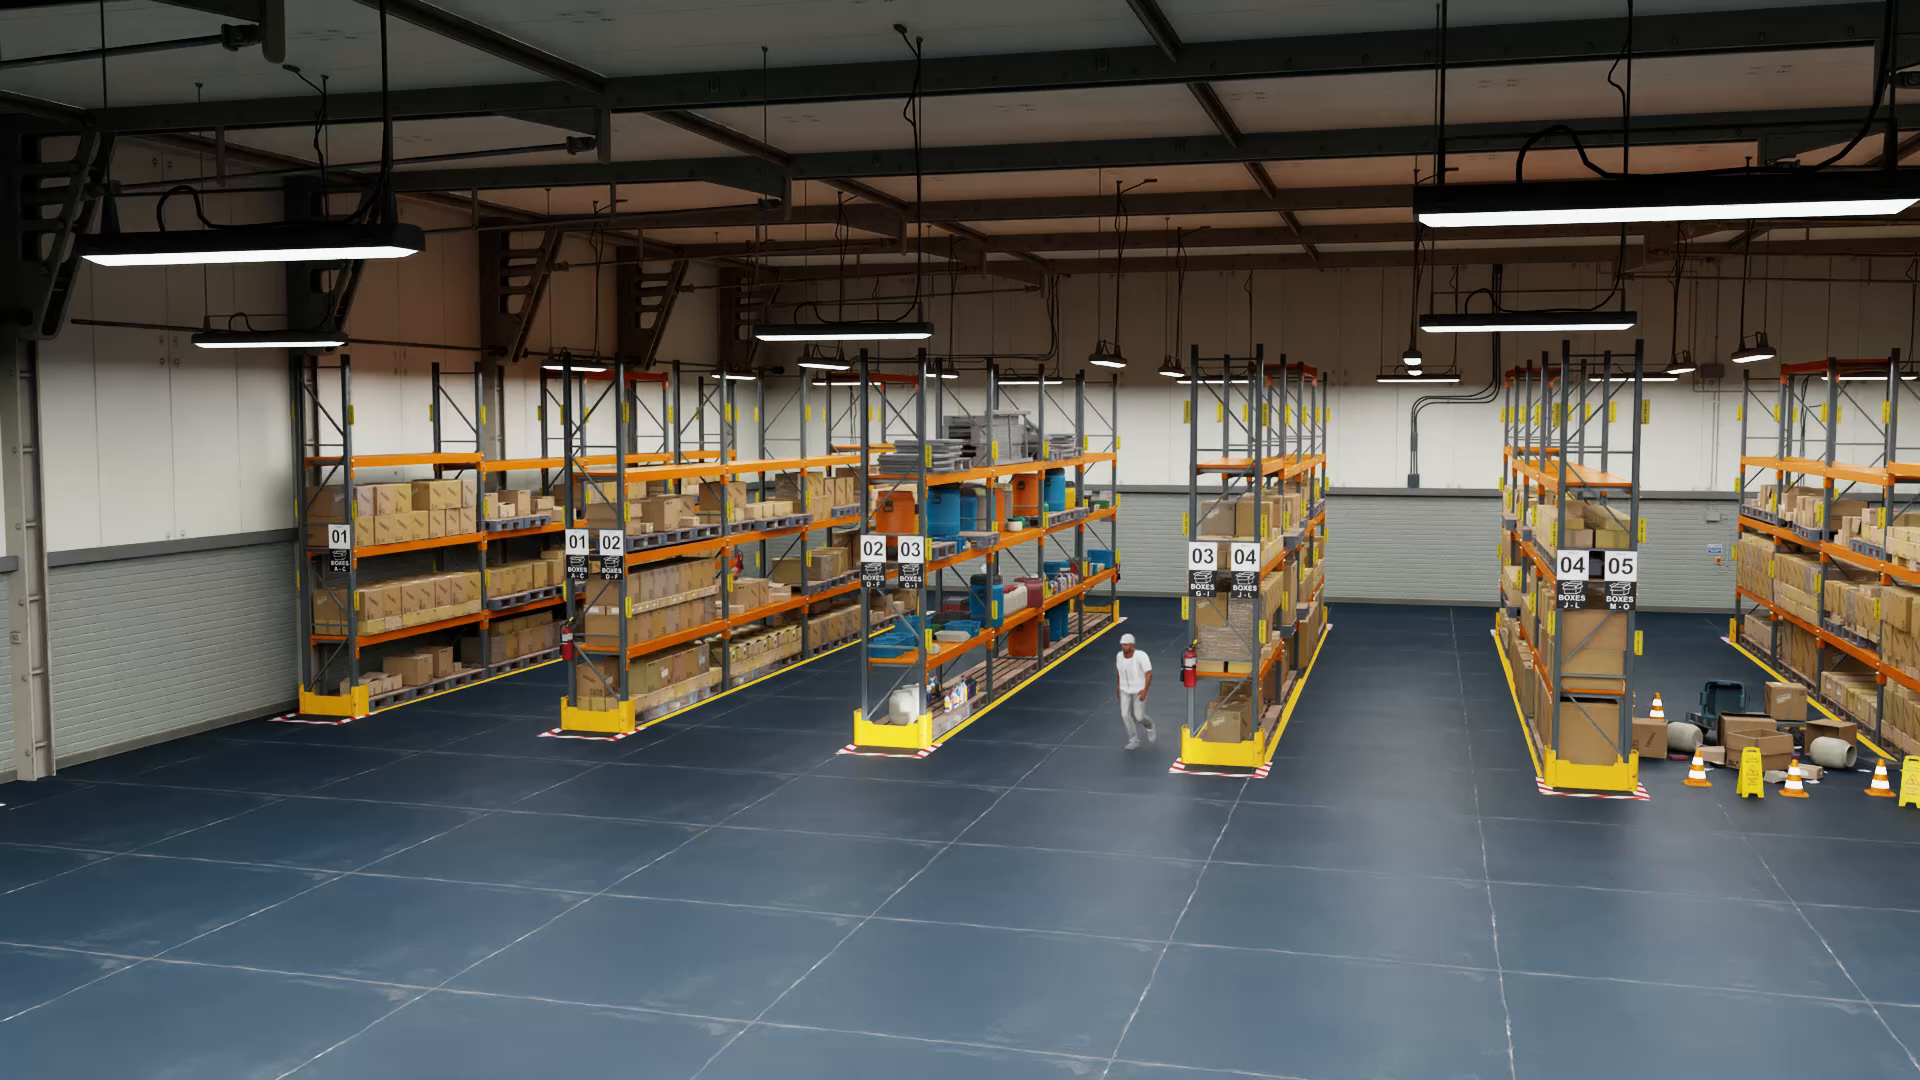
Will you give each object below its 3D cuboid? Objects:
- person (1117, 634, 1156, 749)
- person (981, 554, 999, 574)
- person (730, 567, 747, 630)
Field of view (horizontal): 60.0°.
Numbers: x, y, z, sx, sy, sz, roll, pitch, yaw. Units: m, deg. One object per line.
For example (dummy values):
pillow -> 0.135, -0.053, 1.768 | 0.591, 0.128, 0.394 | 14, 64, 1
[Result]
person -> 2.656, 2.259, 25.097 | 0.632, 1.732, 0.719 | 3, 5, 35
person -> 0.754, 1.128, 40.578 | 0.491, 1.633, 0.852 | 1, 4, 14
person -> -4.843, 1.451, 35.566 | 0.696, 1.708, 1.102 | 1, 4, 16
